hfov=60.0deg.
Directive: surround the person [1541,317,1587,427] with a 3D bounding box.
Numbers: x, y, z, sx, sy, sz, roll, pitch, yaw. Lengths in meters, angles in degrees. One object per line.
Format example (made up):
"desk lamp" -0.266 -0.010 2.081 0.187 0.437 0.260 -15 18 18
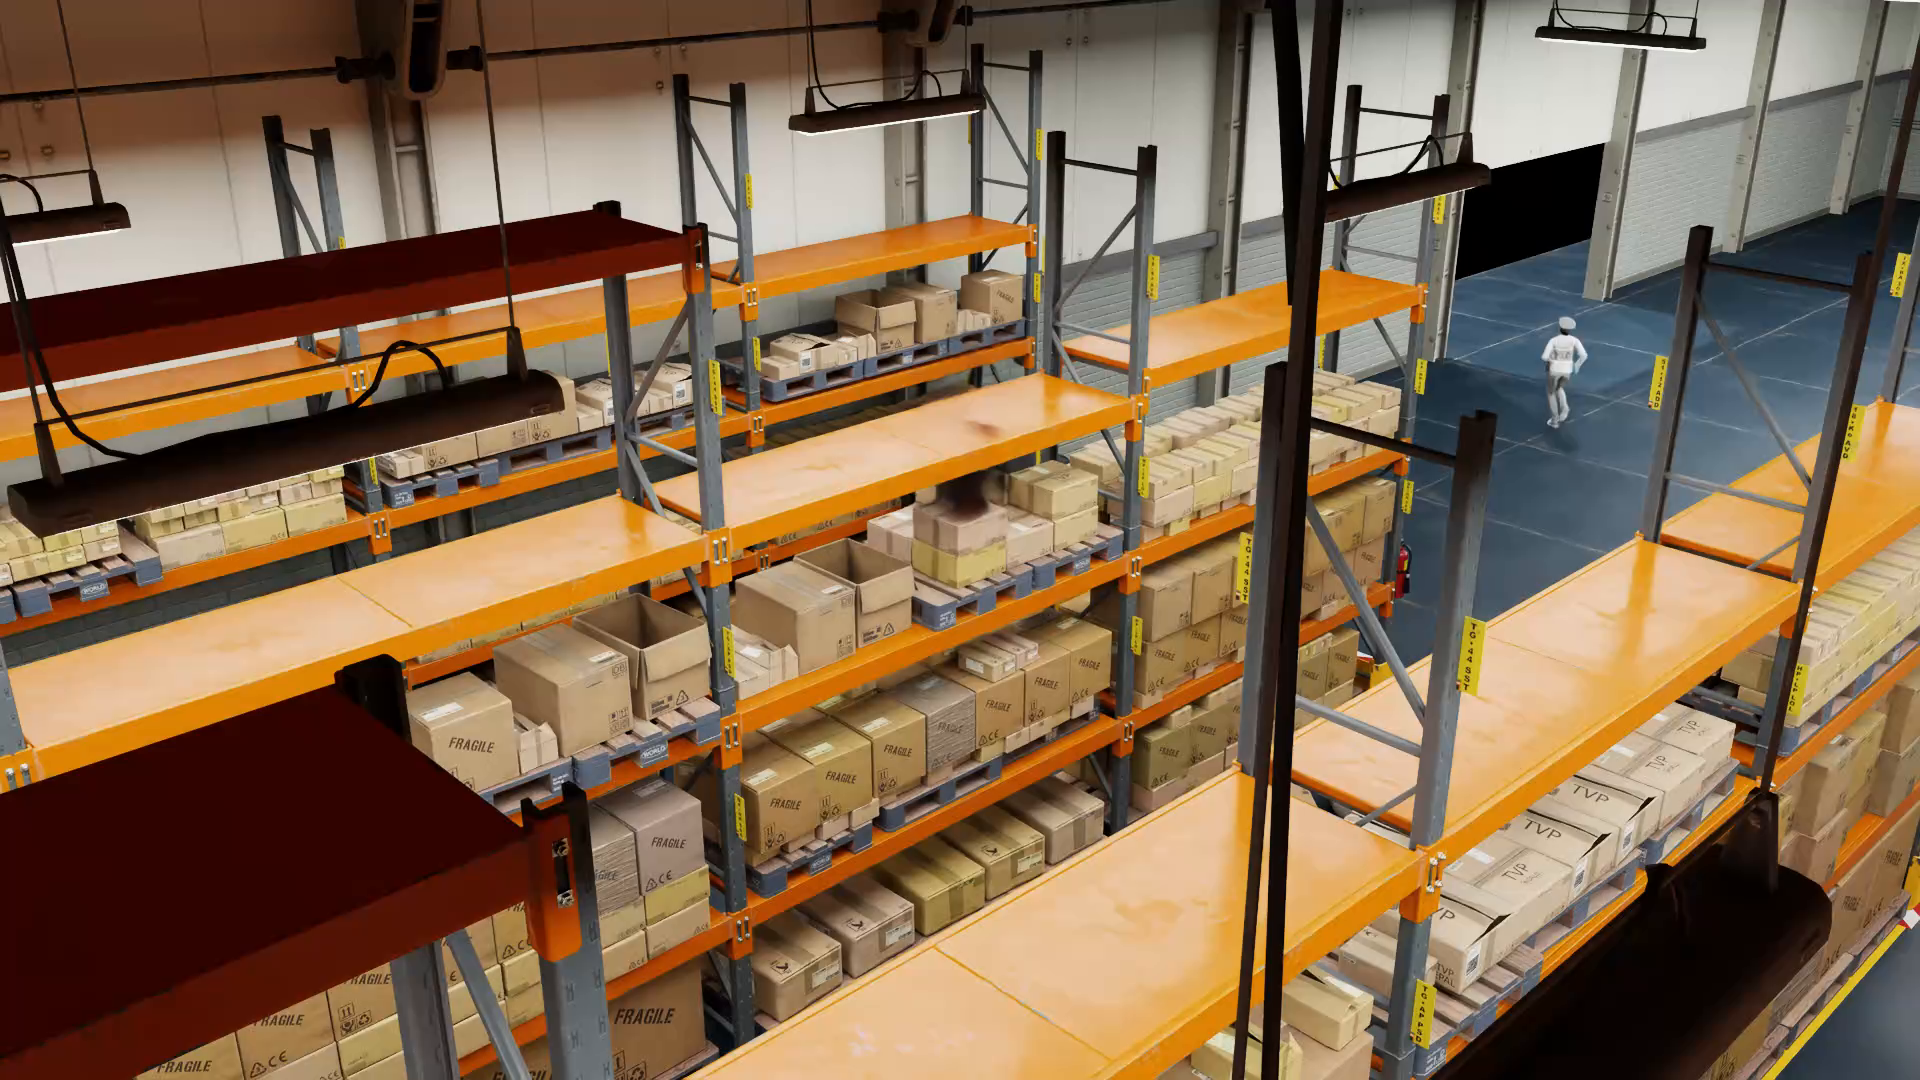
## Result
"person" 8.938 -2.530 24.815 0.605 1.649 0.548 0 22 0
